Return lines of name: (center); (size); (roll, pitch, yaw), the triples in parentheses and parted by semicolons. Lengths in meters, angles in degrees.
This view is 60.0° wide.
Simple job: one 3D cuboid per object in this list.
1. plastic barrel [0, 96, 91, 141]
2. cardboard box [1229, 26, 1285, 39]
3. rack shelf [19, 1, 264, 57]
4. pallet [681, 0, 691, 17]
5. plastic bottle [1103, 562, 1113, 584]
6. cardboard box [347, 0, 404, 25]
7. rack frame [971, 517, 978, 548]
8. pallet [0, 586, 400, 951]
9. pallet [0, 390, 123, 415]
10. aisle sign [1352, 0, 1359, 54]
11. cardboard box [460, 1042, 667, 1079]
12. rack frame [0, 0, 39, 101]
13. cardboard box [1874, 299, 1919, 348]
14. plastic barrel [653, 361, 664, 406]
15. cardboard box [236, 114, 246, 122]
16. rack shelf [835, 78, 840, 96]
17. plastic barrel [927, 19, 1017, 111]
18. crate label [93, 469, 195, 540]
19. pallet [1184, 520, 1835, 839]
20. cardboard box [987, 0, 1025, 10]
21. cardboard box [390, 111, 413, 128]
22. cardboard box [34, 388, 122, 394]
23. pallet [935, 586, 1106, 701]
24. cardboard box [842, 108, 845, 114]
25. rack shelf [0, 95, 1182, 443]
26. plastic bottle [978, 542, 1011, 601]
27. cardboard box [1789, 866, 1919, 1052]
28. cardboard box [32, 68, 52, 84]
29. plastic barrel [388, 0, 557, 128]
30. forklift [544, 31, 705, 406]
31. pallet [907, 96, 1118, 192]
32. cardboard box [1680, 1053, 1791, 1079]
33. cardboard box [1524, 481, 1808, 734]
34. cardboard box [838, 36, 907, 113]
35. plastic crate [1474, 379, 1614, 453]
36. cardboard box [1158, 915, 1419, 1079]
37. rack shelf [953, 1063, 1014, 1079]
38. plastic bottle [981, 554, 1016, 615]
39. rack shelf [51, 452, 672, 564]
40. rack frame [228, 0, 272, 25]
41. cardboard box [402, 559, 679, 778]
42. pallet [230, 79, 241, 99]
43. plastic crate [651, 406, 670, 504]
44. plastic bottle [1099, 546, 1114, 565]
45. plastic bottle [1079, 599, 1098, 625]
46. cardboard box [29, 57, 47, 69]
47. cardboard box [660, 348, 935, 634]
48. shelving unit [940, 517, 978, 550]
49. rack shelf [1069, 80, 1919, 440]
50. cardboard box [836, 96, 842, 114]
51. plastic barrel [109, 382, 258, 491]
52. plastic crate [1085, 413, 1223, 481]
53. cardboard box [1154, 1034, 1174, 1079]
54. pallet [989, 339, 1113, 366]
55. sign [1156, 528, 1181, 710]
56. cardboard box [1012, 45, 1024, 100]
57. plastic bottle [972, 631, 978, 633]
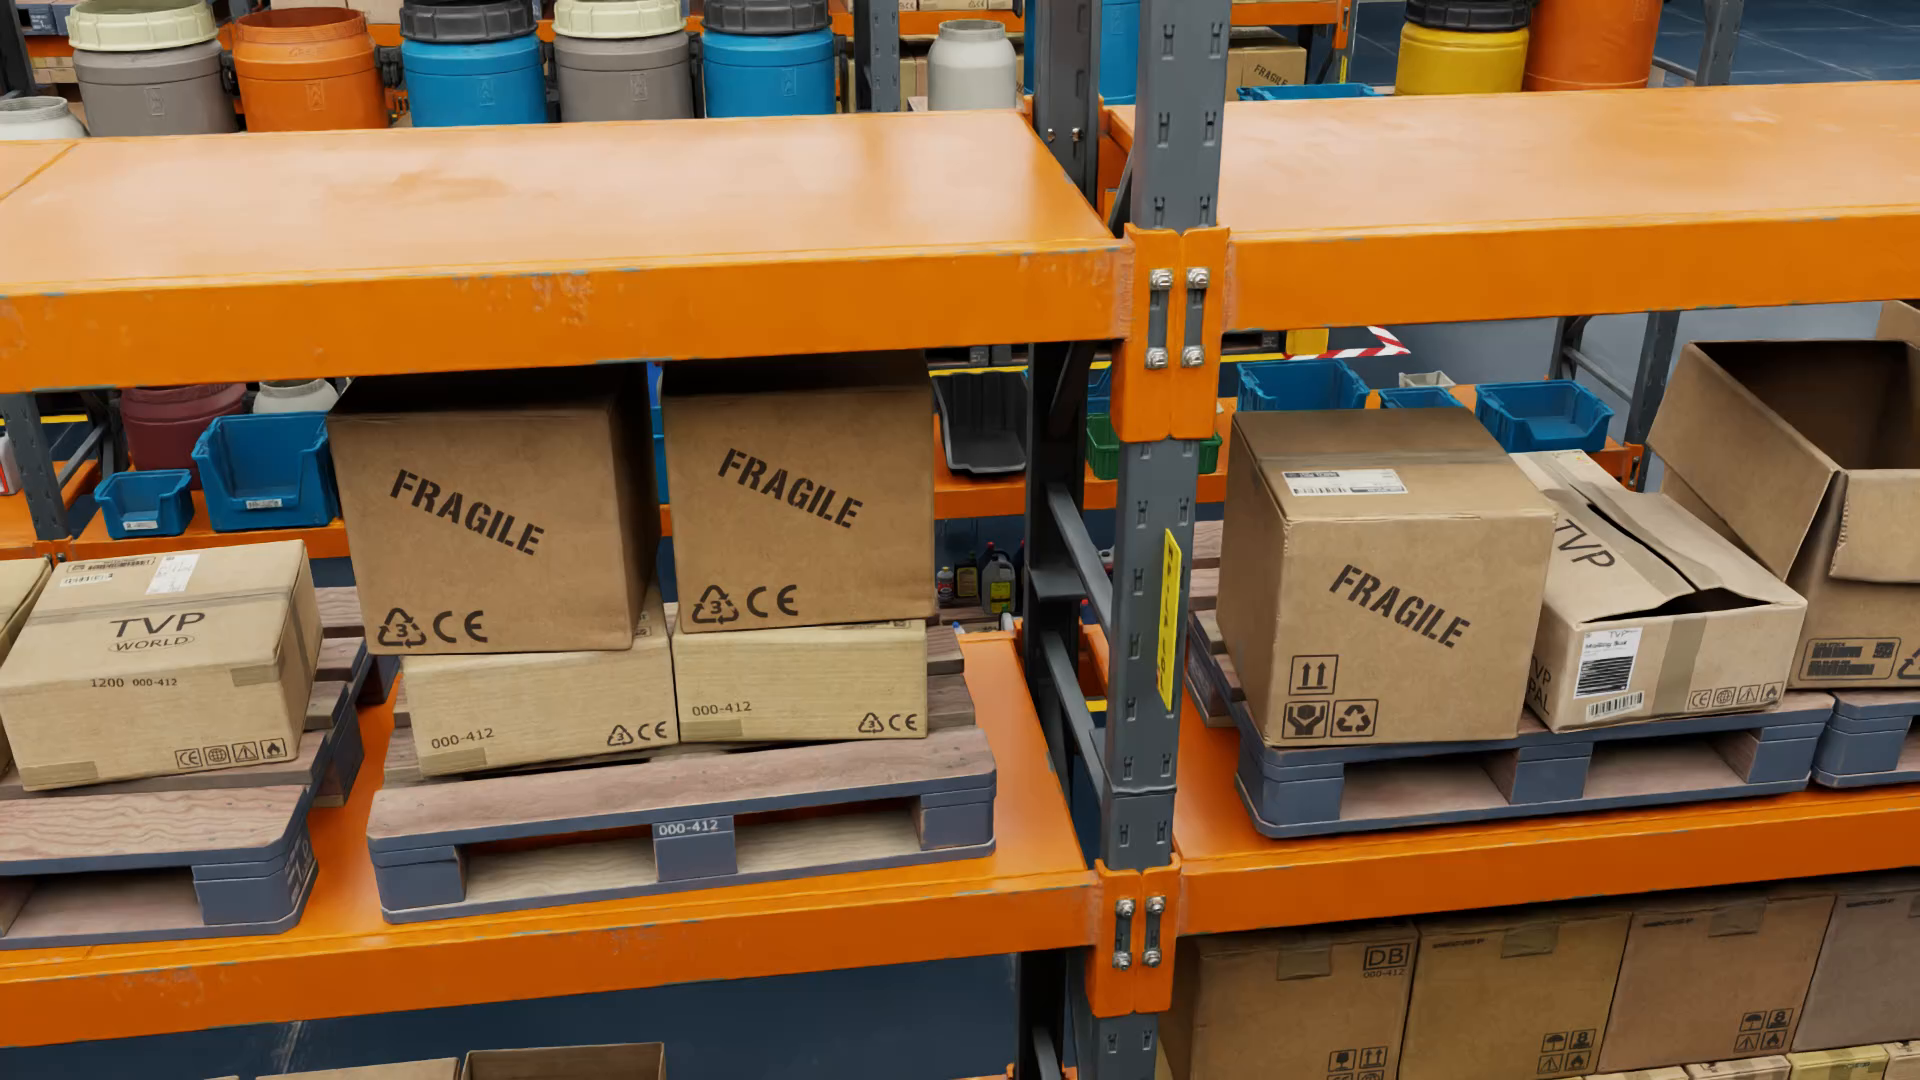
plastic barrel: (-4.009, -1.647, 7.266); (0.421, 0.512, 0.421); (0, 27, 0)
cardboard box: (2.290, -3.839, 13.416); (0.500, 0.500, 0.500); (-4, 27, -7)
rack shelf: (-7.030, -3.508, 11.803); (4.000, 0.370, 1.077); (-4, 27, -7)
pallet: (-1.715, -4.135, 12.443); (1.003, 0.211, 1.213); (-4, 27, -7)
plastic bottle: (0.886, 0.212, 9.544); (0.133, 0.283, 0.061); (-4, 27, -7)
cardboard box: (-4.040, -3.836, 11.818); (0.500, 0.250, 0.500); (-3, 27, -6)
rack frame: (0.093, -0.406, 10.556); (0.006, 0.900, 0.240); (-4, 27, -7)
pallet: (-1.906, 0.451, 3.506); (1.213, 0.211, 1.003); (-2, 27, -5)
pallet: (-7.046, -1.288, 13.029); (1.213, 0.211, 1.003); (-4, 27, -7)
aisle sign: (2.976, -4.154, 12.713); (0.004, 0.787, 0.394); (-4, 27, -7)
cardboard box: (-0.996, 1.634, 4.170); (0.500, 0.500, 0.500); (-2, 27, -3)
rack frame: (-4.359, -3.051, 6.838); (0.127, 3.000, 1.000); (-4, 27, -7)
cardboard box: (2.566, -0.297, 4.035); (0.500, 0.500, 0.500); (-4, 27, -7)
plastic barrel: (-1.376, -0.735, 8.747); (0.433, 0.535, 0.433); (0, 27, 0)
cardboard box: (-7.351, -4.285, 17.273); (0.500, 0.250, 0.500); (-3, 27, -7)
rack shelf: (0.301, -4.931, 17.862); (4.000, 0.370, 1.077); (-4, 27, -7)
plastic barrel: (0.055, -2.146, 7.778); (0.421, 0.512, 0.421); (0, 27, 0)
crate label: (-3.890, -0.164, 7.968); (0.416, 0.233, 0.303); (-4, 27, -7)
pallet: (1.129, 0.242, 3.803); (1.213, 0.211, 1.003); (-4, 27, -7)
cardboard box: (0.410, -4.118, 12.369); (0.500, 0.250, 0.500); (-5, 28, -9)
cardboard box: (-3.981, -2.985, 12.712); (0.500, 0.500, 0.700); (0, 27, 1)
cardboard box: (-6.619, -1.774, 12.790); (0.875, 0.875, 1.225); (-4, 27, -7)
pallet: (0.272, 0.581, 9.387); (1.213, 0.211, 1.003); (-4, 27, -7)
cardboard box: (-0.634, -3.053, 12.978); (0.500, 0.500, 0.875); (-4, 27, -7)
rack shelf: (-1.693, -0.440, 2.977); (4.000, 0.370, 1.077); (-4, 27, -7)
plastic bottle: (0.199, 0.176, 9.542); (0.185, 0.351, 0.144); (-4, 27, -8)
cardboard box: (2.217, 0.855, 4.268); (0.500, 0.500, 0.700); (-4, 27, -7)
cardboard box: (-8.873, -4.527, 16.103); (0.250, 0.149, 0.380); (-3, 27, -6)
plastic barrel: (-2.167, -1.980, 7.488); (0.708, 0.901, 0.600); (-4, 27, -7)
forklift: (-2.550, -2.213, 11.853); (3.031, 2.935, 1.130); (20, 33, 33)
pallet: (0.302, -1.977, 8.238); (1.003, 0.211, 1.213); (-4, 27, -7)
cardboard box: (1.857, 1.257, 4.194); (0.250, 0.149, 0.380); (-4, 27, -9)
cardboard box: (1.358, 0.112, 3.444); (0.500, 0.311, 0.500); (-5, 28, -10)
cardboard box: (-0.681, -3.650, 13.047); (0.500, 0.500, 0.500); (-4, 27, -7)
plastic crate: (3.109, -0.657, 8.908); (0.616, 0.251, 0.499); (-4, 27, -7)
cardboard box: (0.727, 0.951, 4.081); (0.500, 0.500, 0.700); (-4, 27, -7)
rack shelf: (-1.693, 2.051, 4.256); (4.000, 0.370, 1.077); (-4, 27, -7)
plastic bottle: (0.219, 0.241, 9.415); (0.185, 0.351, 0.144); (-4, 27, -7)
rack shelf: (-2.379, -0.189, 8.620); (4.000, 0.370, 1.077); (-4, 27, -7)
rack frame: (-5.049, -2.621, 12.572); (0.127, 3.000, 1.000); (-4, 27, -7)
cardboard box: (-0.867, 0.220, 3.454); (0.500, 0.250, 0.500); (-6, 28, -12)
pallet: (-7.595, -4.640, 16.716); (1.213, 0.211, 1.003); (-4, 27, -7)
plastic crate: (-1.447, -0.418, 8.297); (0.575, 0.384, 0.392); (-4, 27, -7)
plastic bottle: (0.870, 0.168, 9.639); (0.135, 0.276, 0.152); (-3, 27, -6)
plastic bottle: (0.646, 0.471, 8.966); (0.185, 0.351, 0.144); (-5, 28, -9)
cardboard box: (-8.891, -4.657, 16.029); (0.250, 0.149, 0.380); (-4, 27, -8)
cardboard box: (-0.328, -0.163, 3.380); (0.500, 0.500, 0.500); (-3, 27, -6)
shelving unit: (-0.008, -0.400, 10.544); (0.210, 0.900, 0.258); (-4, 27, -7)
rack shelf: (2.268, -0.695, 3.473); (4.000, 0.370, 1.077); (-4, 27, -7)
cardboard box: (-1.047, -4.374, 17.855); (0.875, 0.875, 0.875); (-3, 27, -6)
plastic barrel: (-3.942, -0.609, 8.501); (0.708, 0.536, 0.600); (-4, 27, -7)
plastic crate: (0.985, -0.500, 8.672); (0.662, 0.188, 0.450); (-4, 27, -7)
cardboard box: (0.581, 1.341, 4.031); (0.250, 0.149, 0.380); (-4, 27, -7)
pallet: (0.782, -1.772, 13.973); (1.213, 0.211, 1.003); (-4, 27, -7)
sign: (0.373, 0.144, 2.988); (0.005, 0.325, 0.100); (-4, 27, -7)
cardboard box: (0.383, -3.474, 12.705); (0.500, 0.500, 0.500); (-4, 27, -7)
plastic bottle: (0.079, 0.585, 8.908); (0.097, 0.201, 0.097); (0, 27, 0)
